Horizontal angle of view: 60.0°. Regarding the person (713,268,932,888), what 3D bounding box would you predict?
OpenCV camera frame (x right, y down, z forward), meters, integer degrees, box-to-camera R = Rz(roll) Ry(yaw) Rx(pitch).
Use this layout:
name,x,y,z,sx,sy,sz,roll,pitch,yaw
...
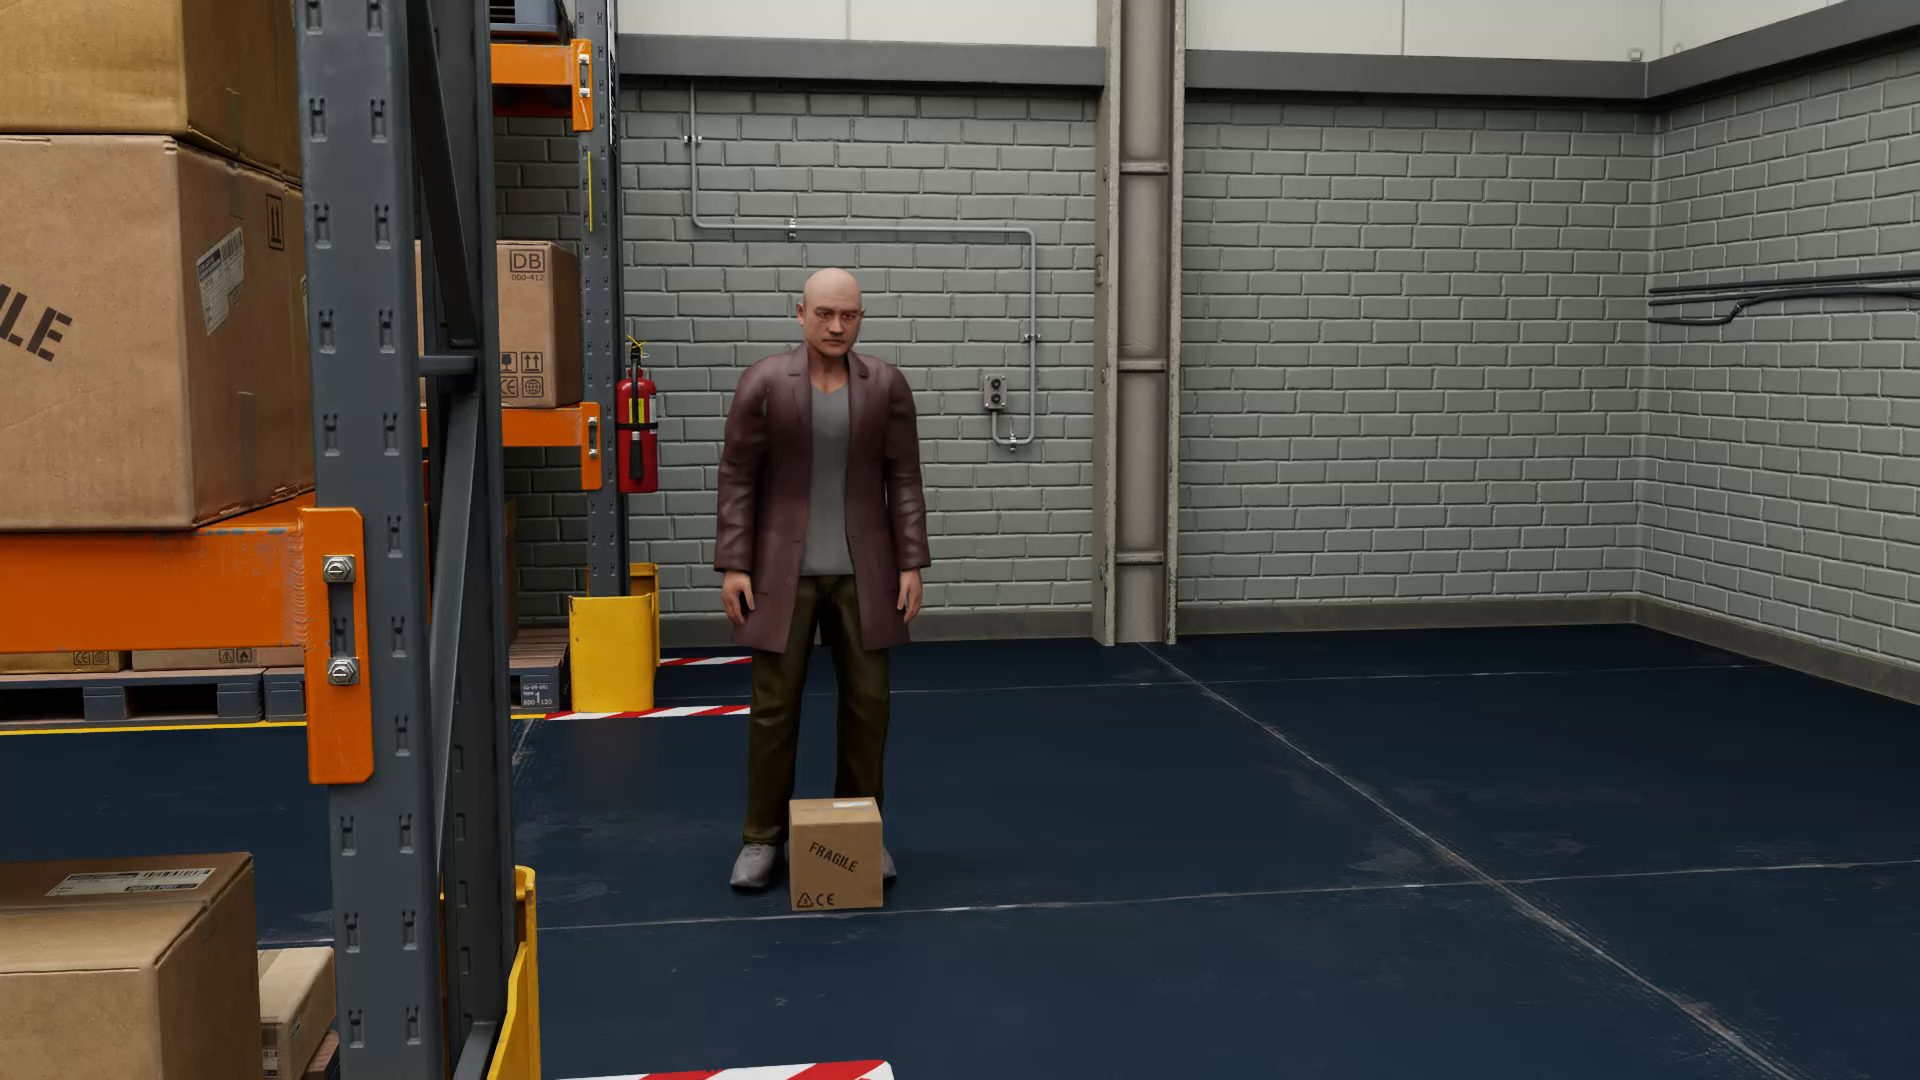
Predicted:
name,x,y,z,sx,sy,sz,roll,pitch,yaw
person,-0.398,0.102,4.865,0.642,1.772,0.428,-1,6,-11
